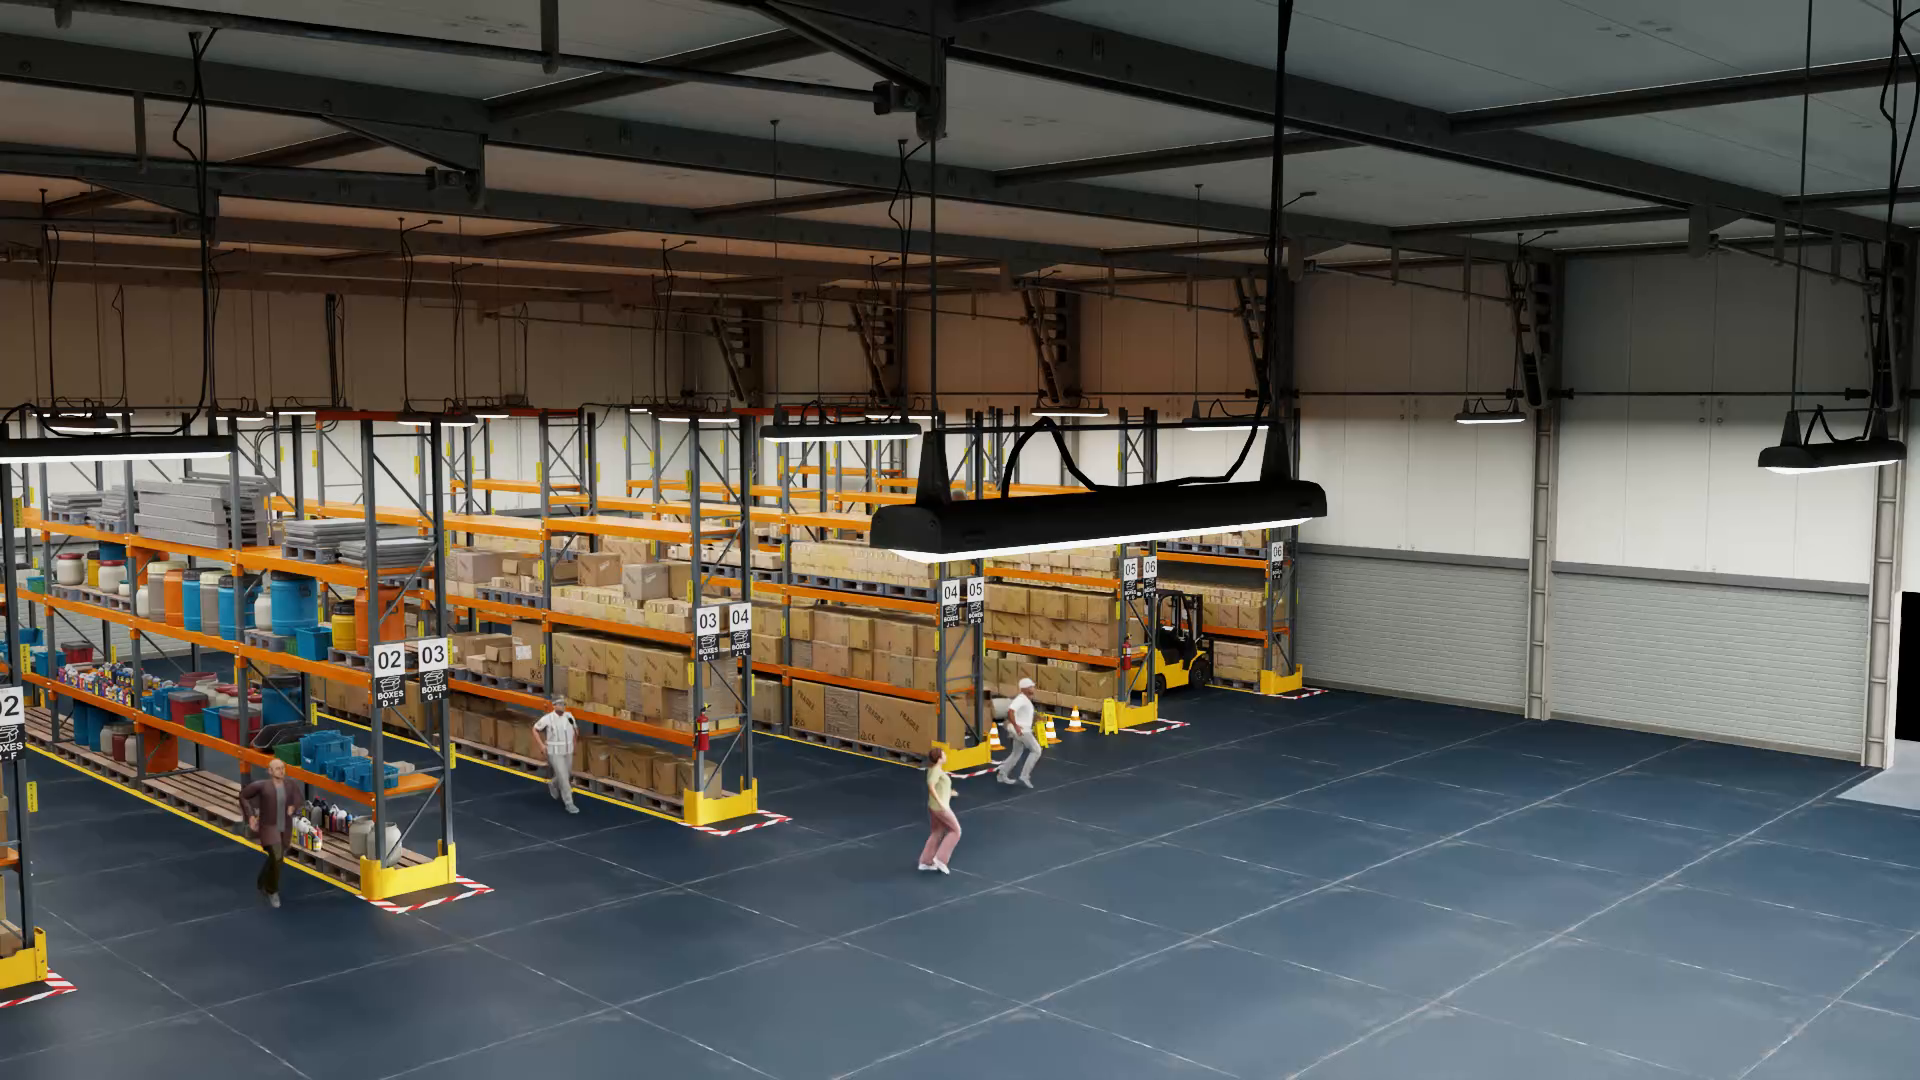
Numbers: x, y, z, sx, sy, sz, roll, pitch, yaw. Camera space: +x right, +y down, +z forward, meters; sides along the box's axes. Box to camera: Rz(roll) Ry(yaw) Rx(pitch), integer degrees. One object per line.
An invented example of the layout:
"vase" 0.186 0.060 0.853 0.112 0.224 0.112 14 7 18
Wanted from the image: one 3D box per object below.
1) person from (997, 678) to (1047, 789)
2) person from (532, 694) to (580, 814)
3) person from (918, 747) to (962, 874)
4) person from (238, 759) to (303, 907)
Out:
"person" 0.999 3.107 26.767 0.821 1.778 0.623 0 5 -2
"person" -6.069 3.209 25.261 1.027 1.744 0.693 5 7 43
"person" -0.278 3.575 21.938 0.568 1.695 0.578 -2 5 -19
"person" -8.549 3.638 20.739 0.788 1.837 0.683 4 6 37
